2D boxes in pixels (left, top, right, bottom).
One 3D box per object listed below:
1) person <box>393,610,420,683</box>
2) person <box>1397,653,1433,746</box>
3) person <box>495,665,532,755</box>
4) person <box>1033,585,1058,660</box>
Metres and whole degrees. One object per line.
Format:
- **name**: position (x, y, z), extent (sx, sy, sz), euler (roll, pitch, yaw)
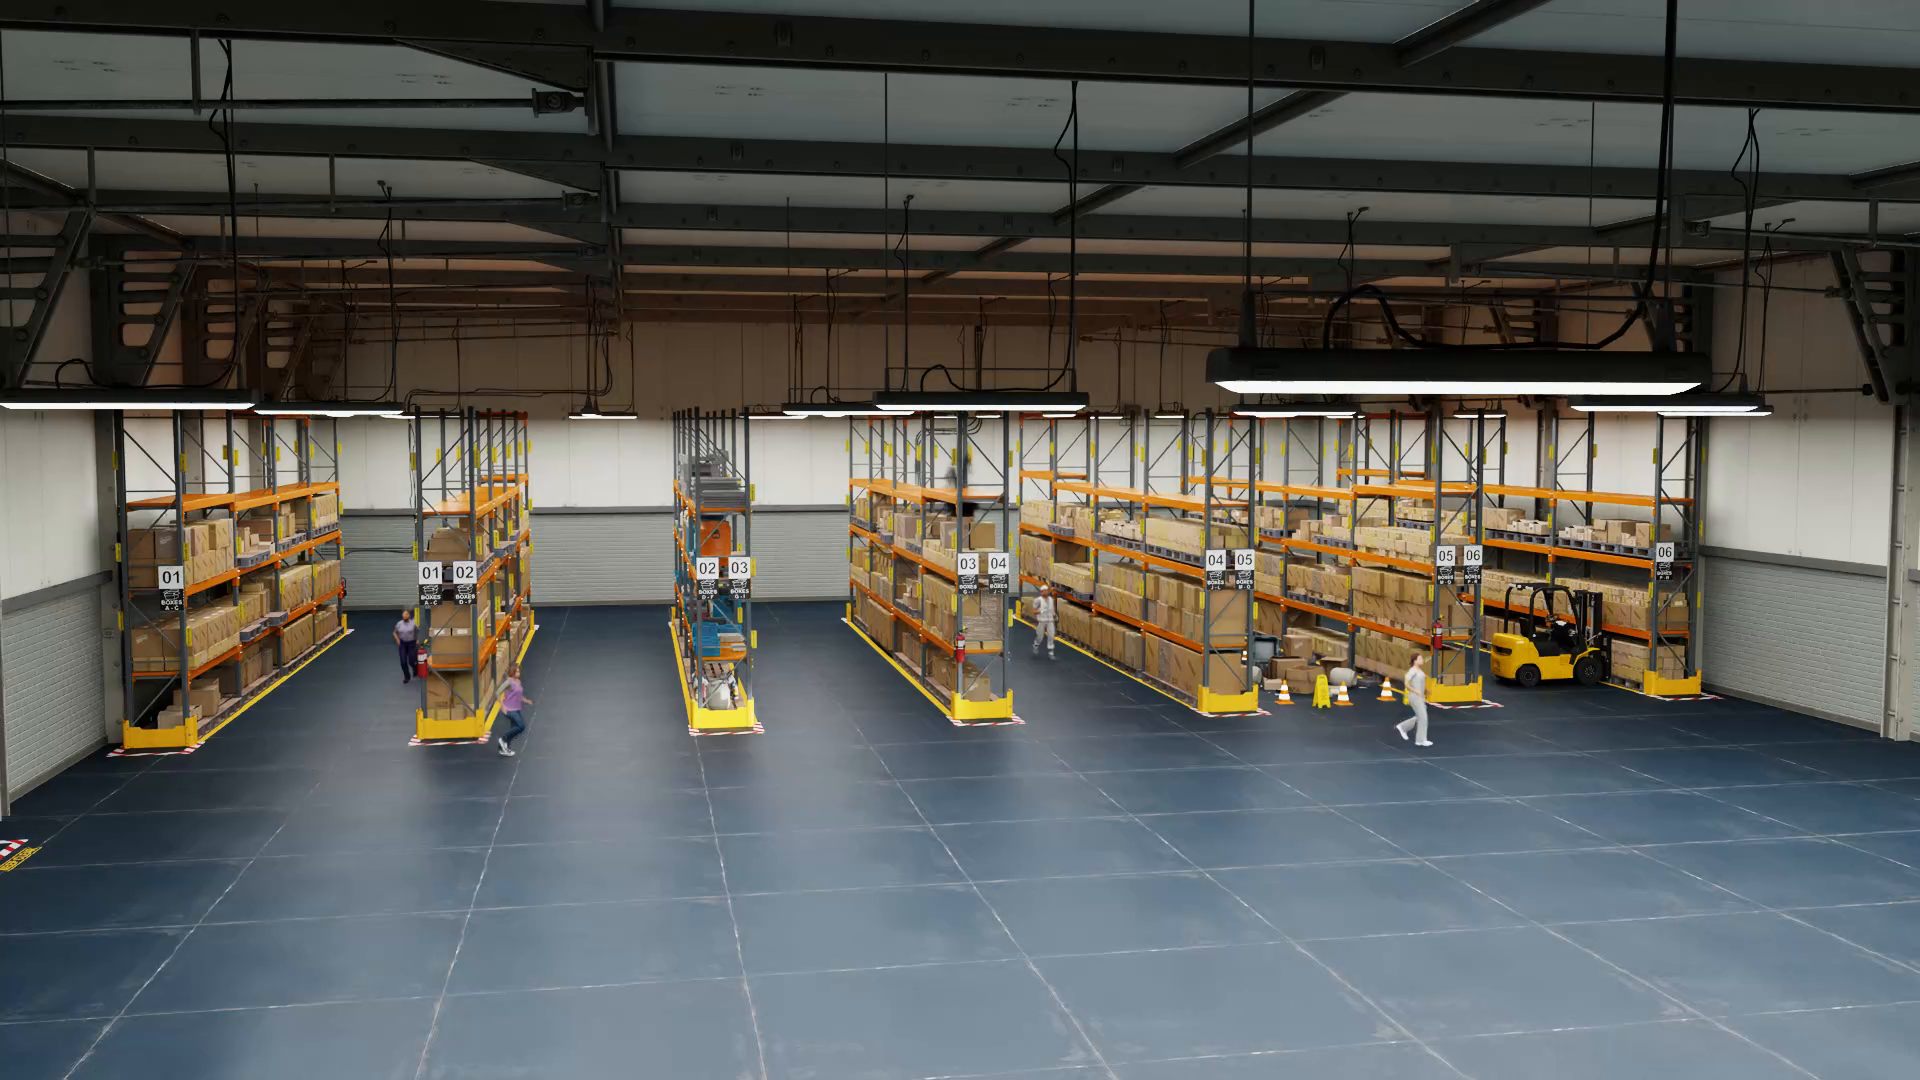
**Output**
- **person**: position (-12.133, 2.334, 36.577), extent (0.640, 1.595, 0.571), euler (-1, 4, -9)
- **person**: position (8.060, 2.807, 29.467), extent (0.676, 1.639, 0.591), euler (3, 5, 35)
- **person**: position (-7.626, 2.918, 28.449), extent (0.626, 1.554, 0.516), euler (1, 4, 12)
- **person**: position (2.050, 1.969, 40.001), extent (0.666, 1.764, 0.957), euler (-1, 4, -20)
